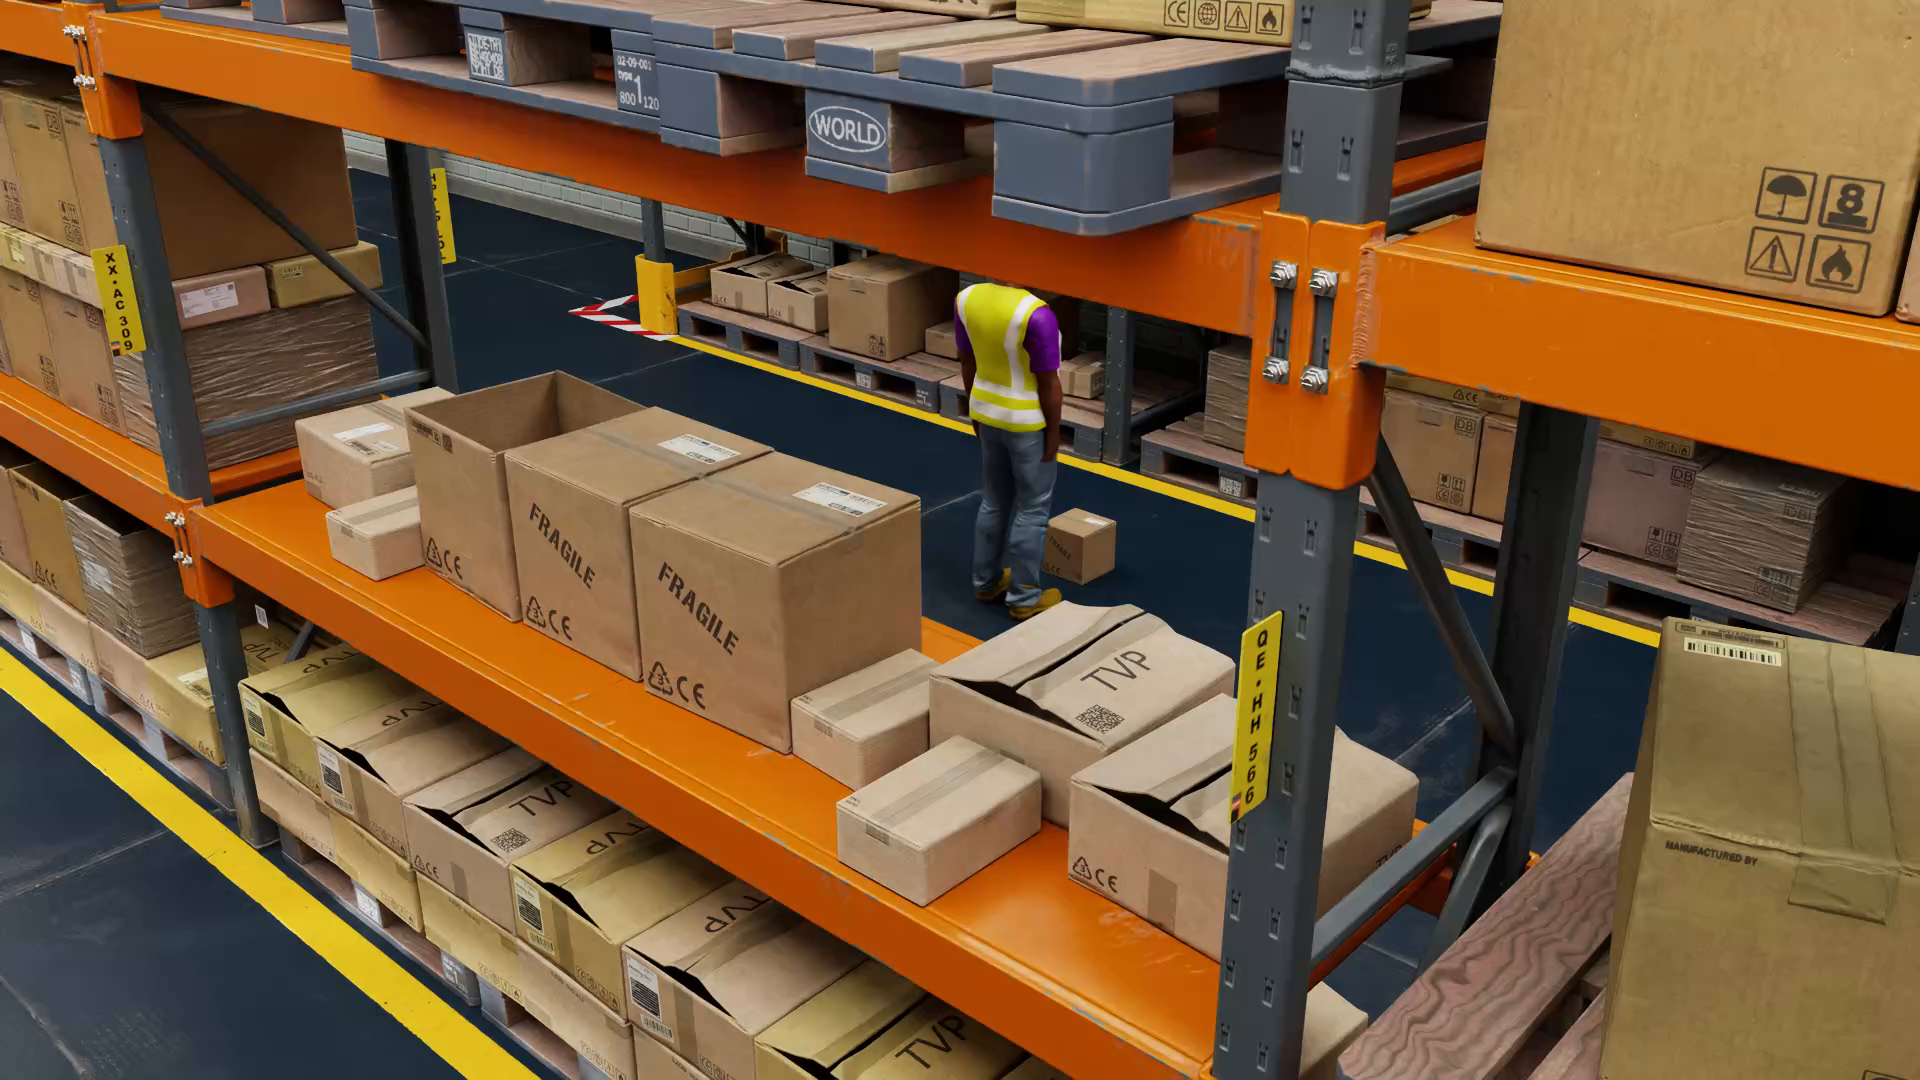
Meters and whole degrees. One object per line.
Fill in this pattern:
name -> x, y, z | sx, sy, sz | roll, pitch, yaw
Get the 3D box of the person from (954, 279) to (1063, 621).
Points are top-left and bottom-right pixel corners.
person -> 0.236, -0.530, 7.282 | 0.564, 1.765, 0.370 | 22, 32, 40
